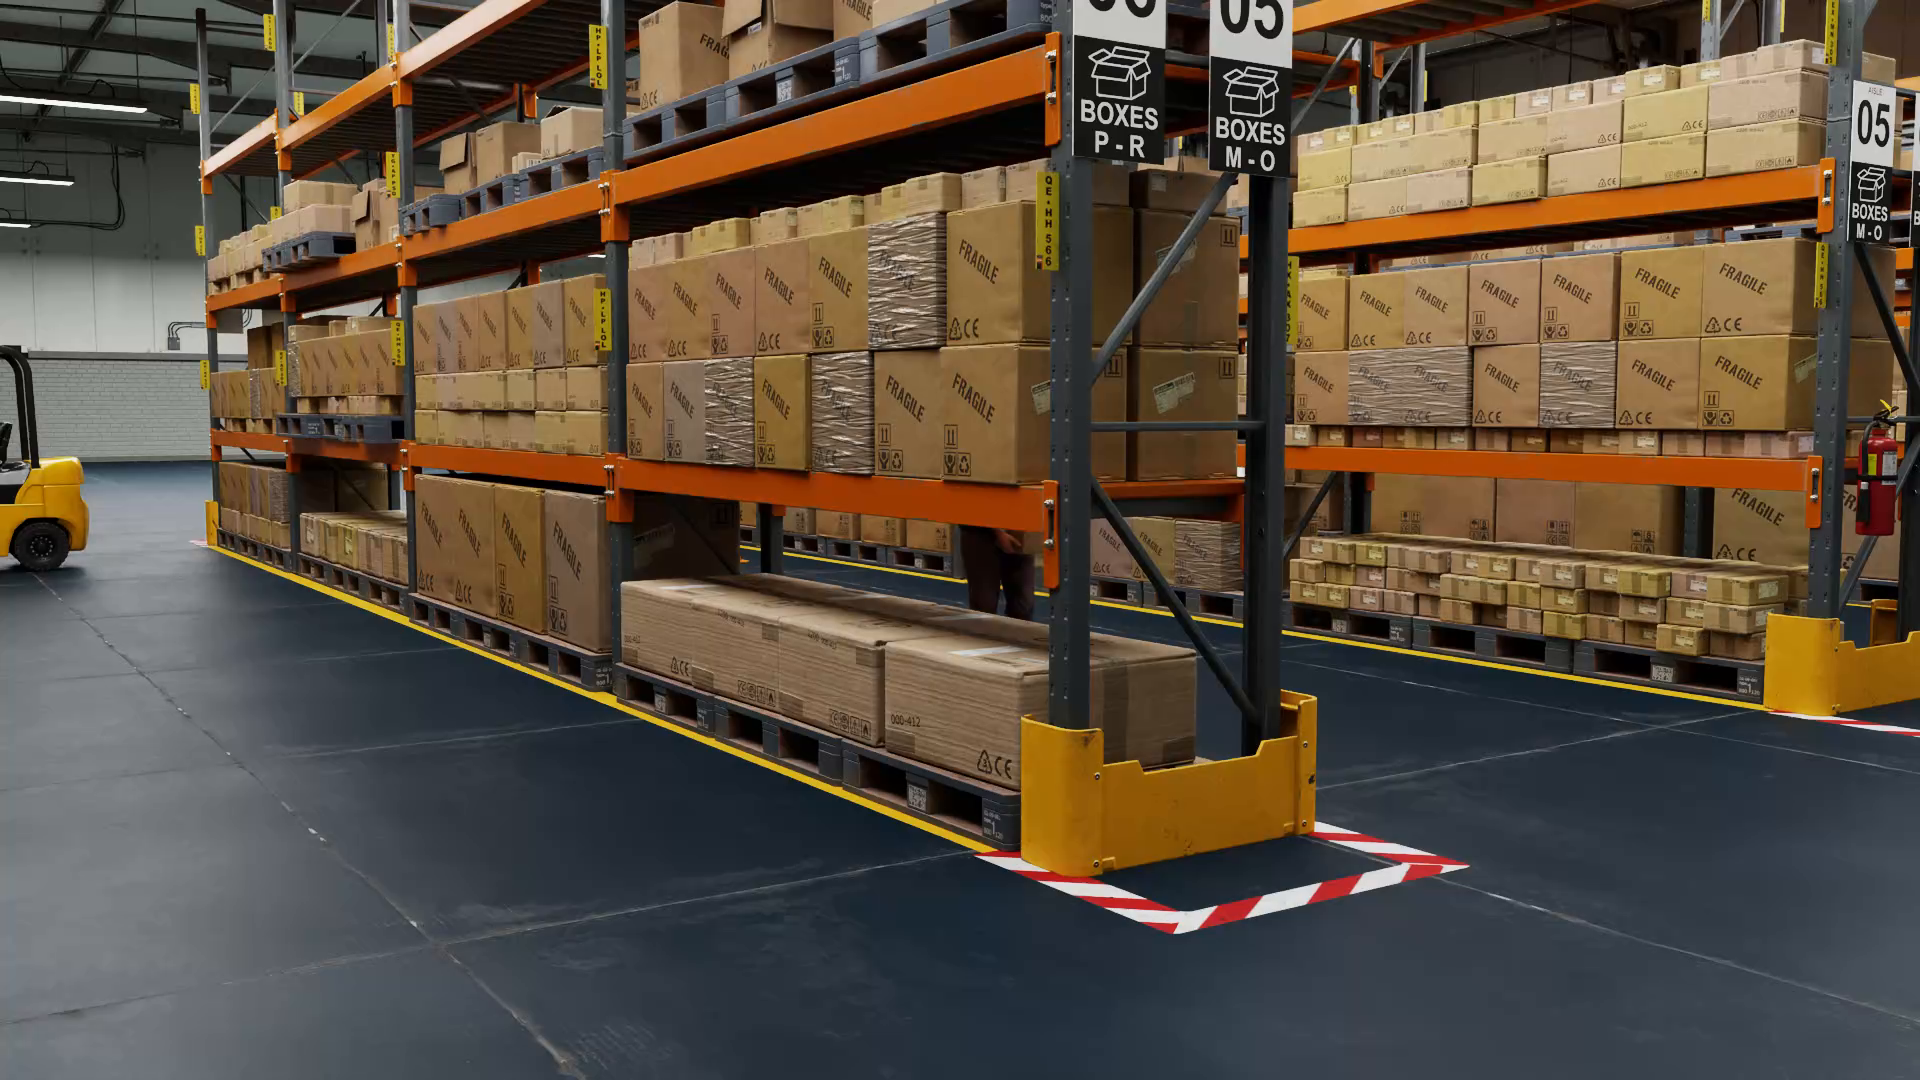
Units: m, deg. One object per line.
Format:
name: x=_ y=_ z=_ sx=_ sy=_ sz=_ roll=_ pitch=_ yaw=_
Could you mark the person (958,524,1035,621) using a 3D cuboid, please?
person: x=0.277 y=-0.005 z=9.115 sx=0.487 sy=1.713 sz=0.577 roll=-3 pitch=6 yaw=-34
